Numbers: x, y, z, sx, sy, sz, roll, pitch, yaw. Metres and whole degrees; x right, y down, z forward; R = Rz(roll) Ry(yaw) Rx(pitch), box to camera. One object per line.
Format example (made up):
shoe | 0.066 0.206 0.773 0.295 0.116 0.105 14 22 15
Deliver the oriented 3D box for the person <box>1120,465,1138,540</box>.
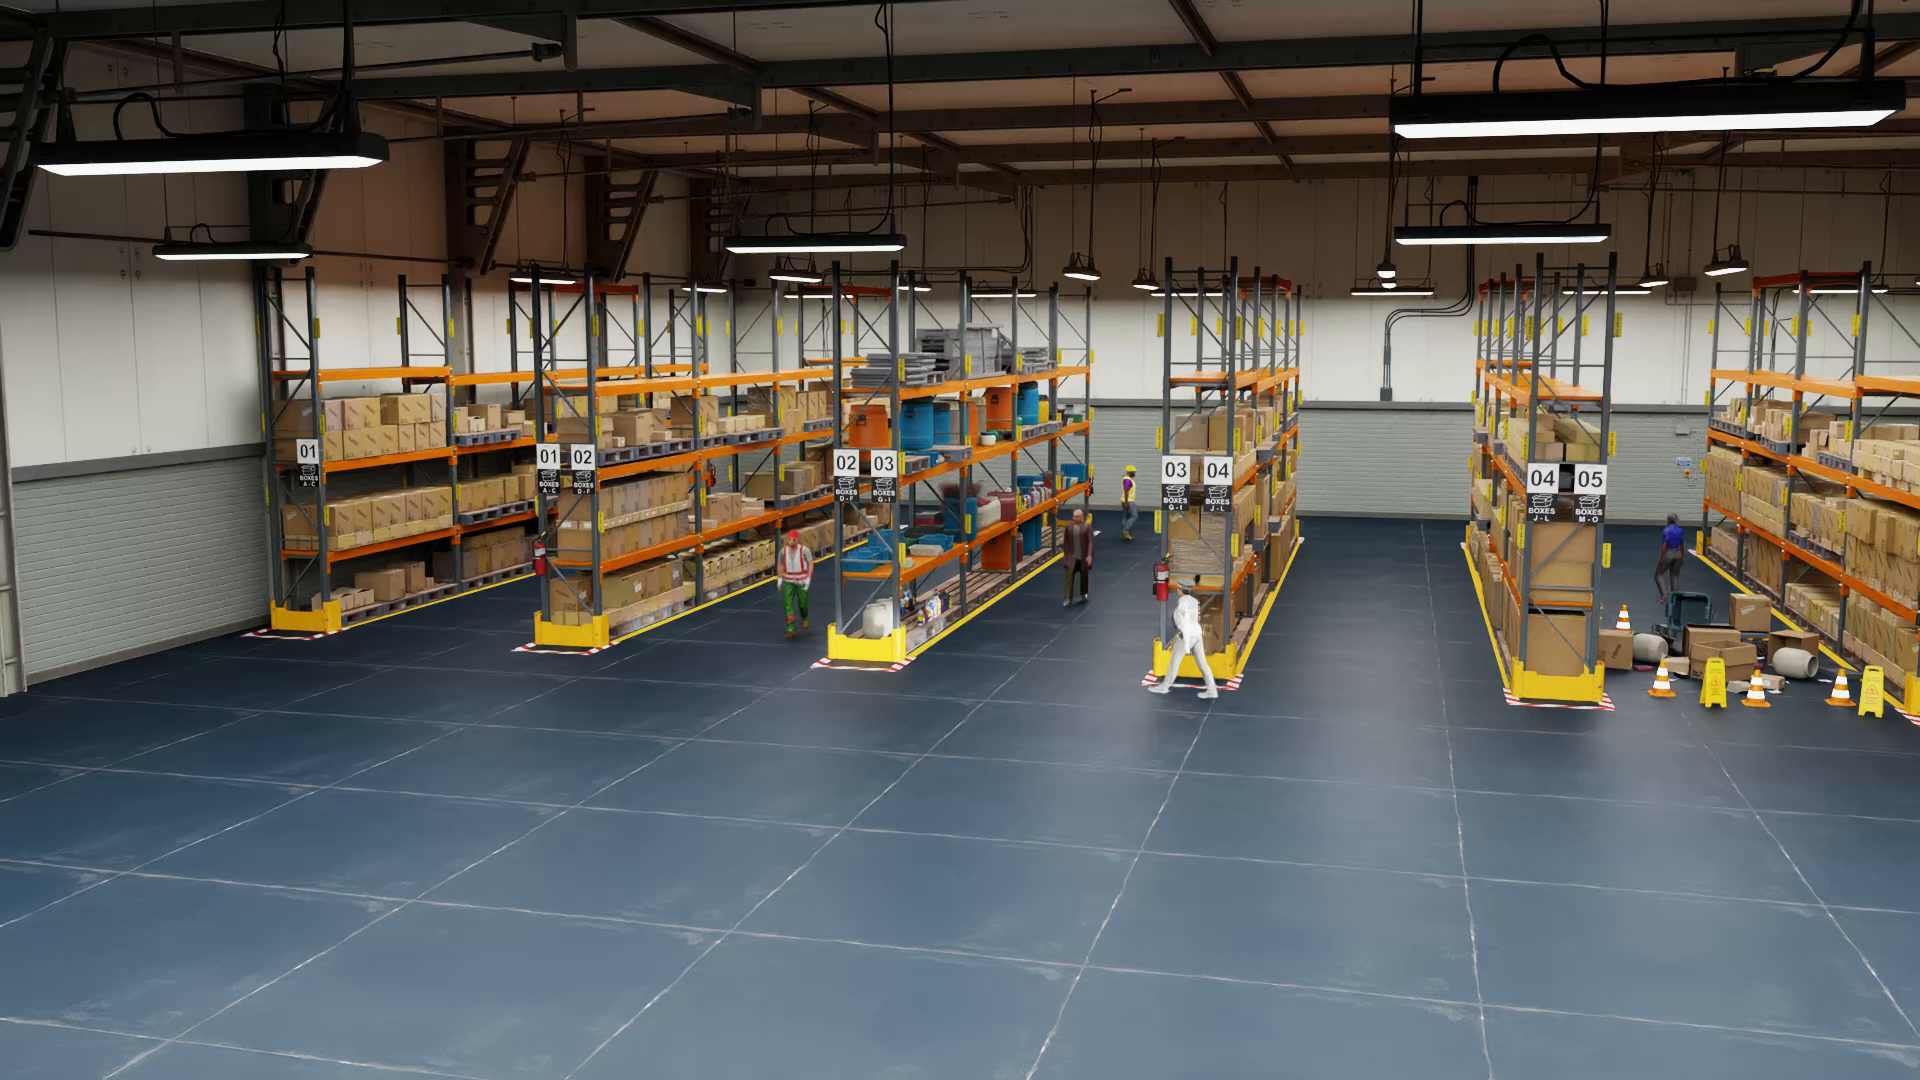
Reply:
person | 4.038 -0.898 39.642 0.414 1.771 0.611 0 7 1

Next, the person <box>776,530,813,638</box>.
person | -2.691 0.686 27.241 0.620 1.764 0.701 1 7 7

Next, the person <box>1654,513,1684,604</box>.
person | 12.976 0.380 30.383 0.505 1.608 0.383 -2 8 -16

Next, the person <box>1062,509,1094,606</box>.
person | 2.148 0.294 30.190 0.578 1.707 1.143 1 7 9

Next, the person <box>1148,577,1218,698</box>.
person | 3.066 1.314 22.612 0.994 1.608 0.529 6 9 38
